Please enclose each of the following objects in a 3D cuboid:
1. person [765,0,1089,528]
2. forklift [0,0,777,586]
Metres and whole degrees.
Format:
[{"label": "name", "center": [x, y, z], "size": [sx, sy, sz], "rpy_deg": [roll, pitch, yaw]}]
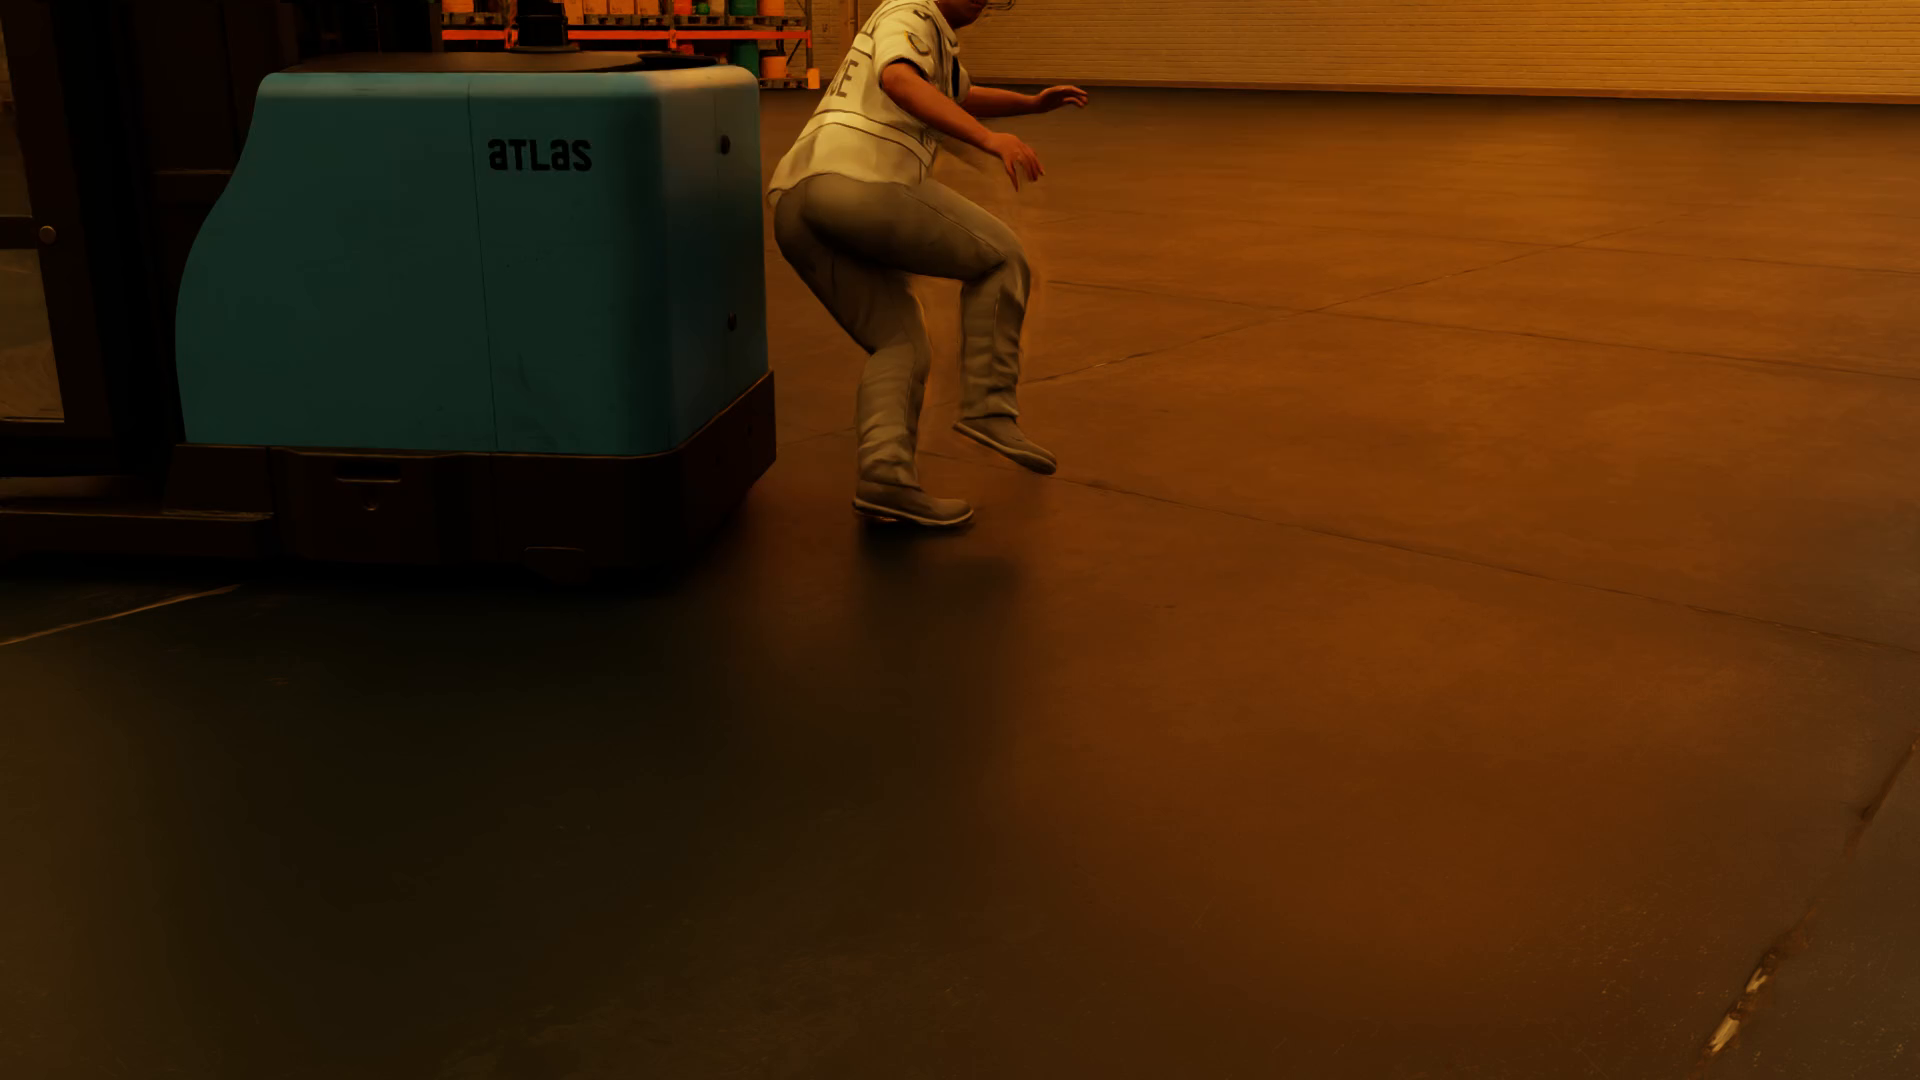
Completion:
[{"label": "person", "center": [-0.013, -0.833, 4.239], "size": [0.881, 1.434, 0.921], "rpy_deg": [-7, 18, -23]}, {"label": "forklift", "center": [-2.040, -1.474, 3.752], "size": [3.031, 2.935, 1.130], "rpy_deg": [2, 17, 7]}]
